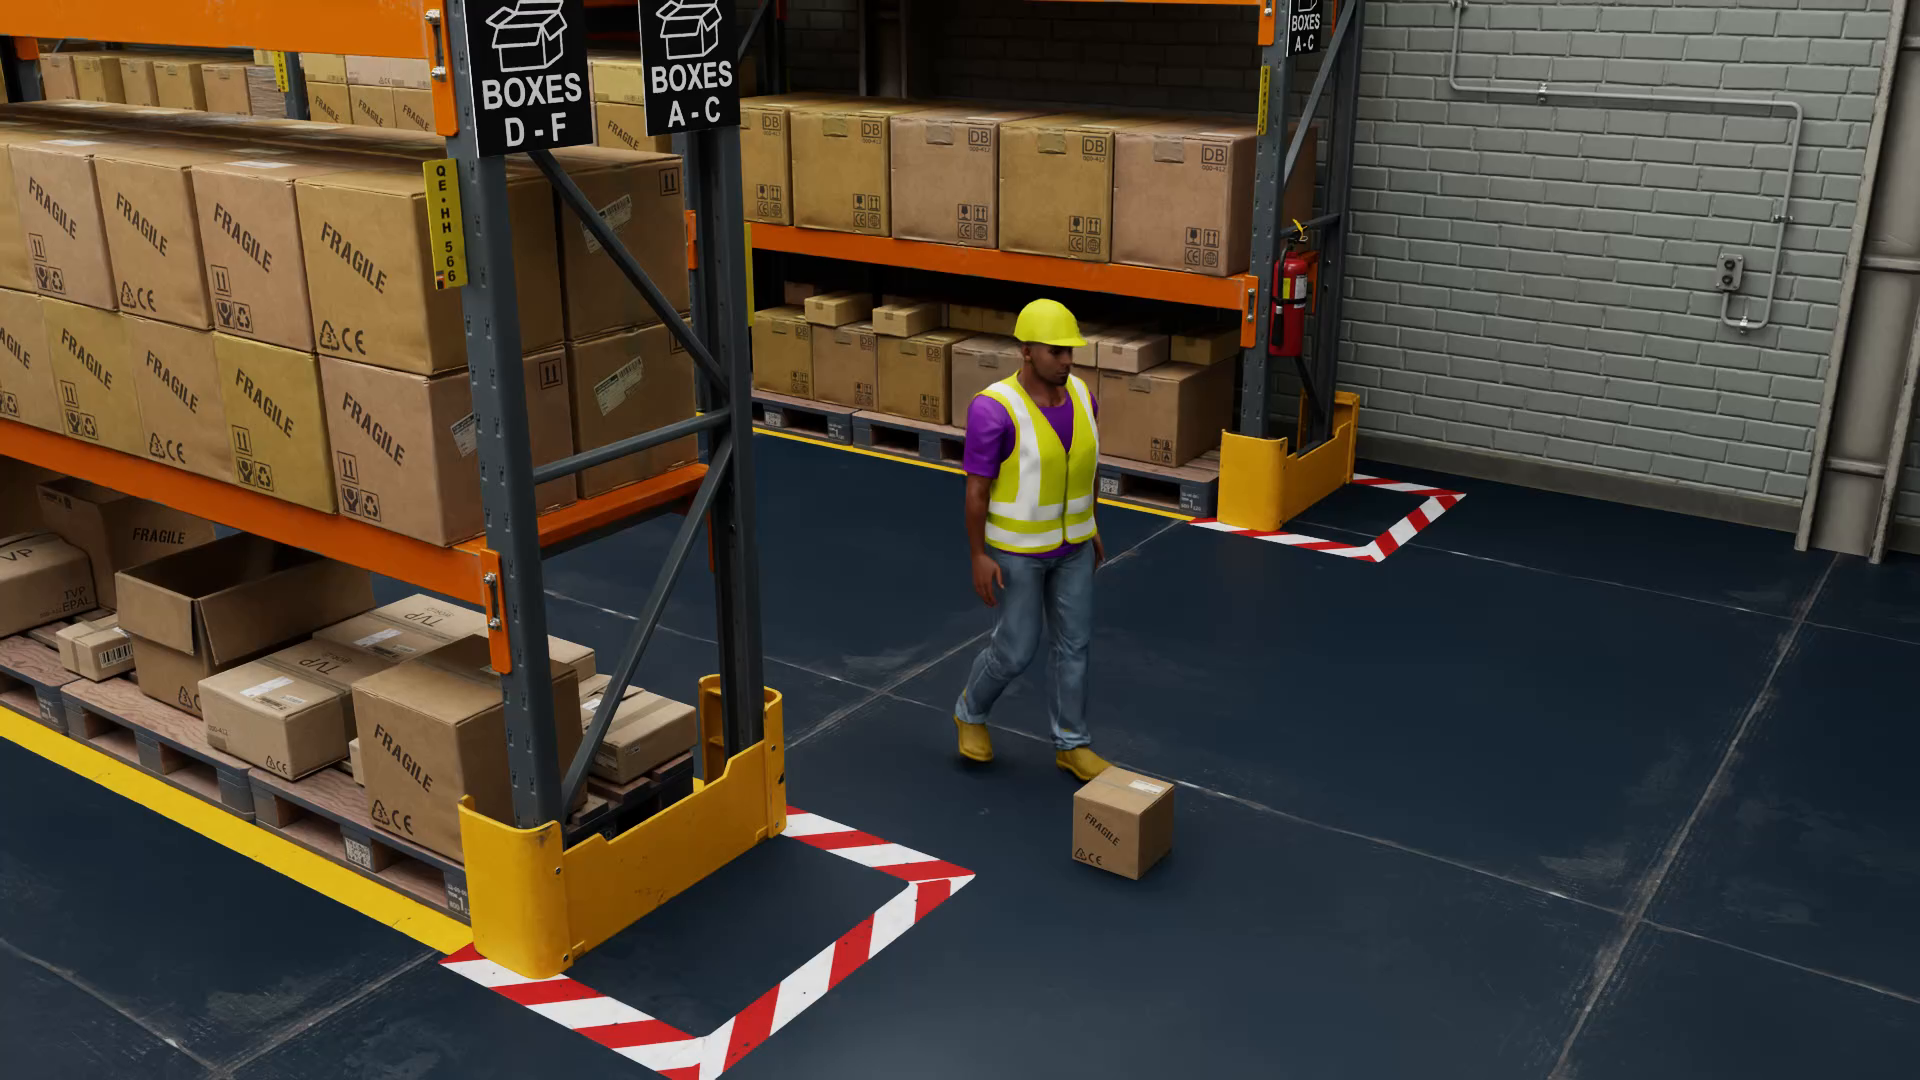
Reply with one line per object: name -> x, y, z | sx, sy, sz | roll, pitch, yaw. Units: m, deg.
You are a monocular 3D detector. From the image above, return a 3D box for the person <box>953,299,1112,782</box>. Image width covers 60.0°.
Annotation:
person -> 0.287, 0.016, 5.977 | 0.594, 1.767, 0.665 | -13, 23, -32
